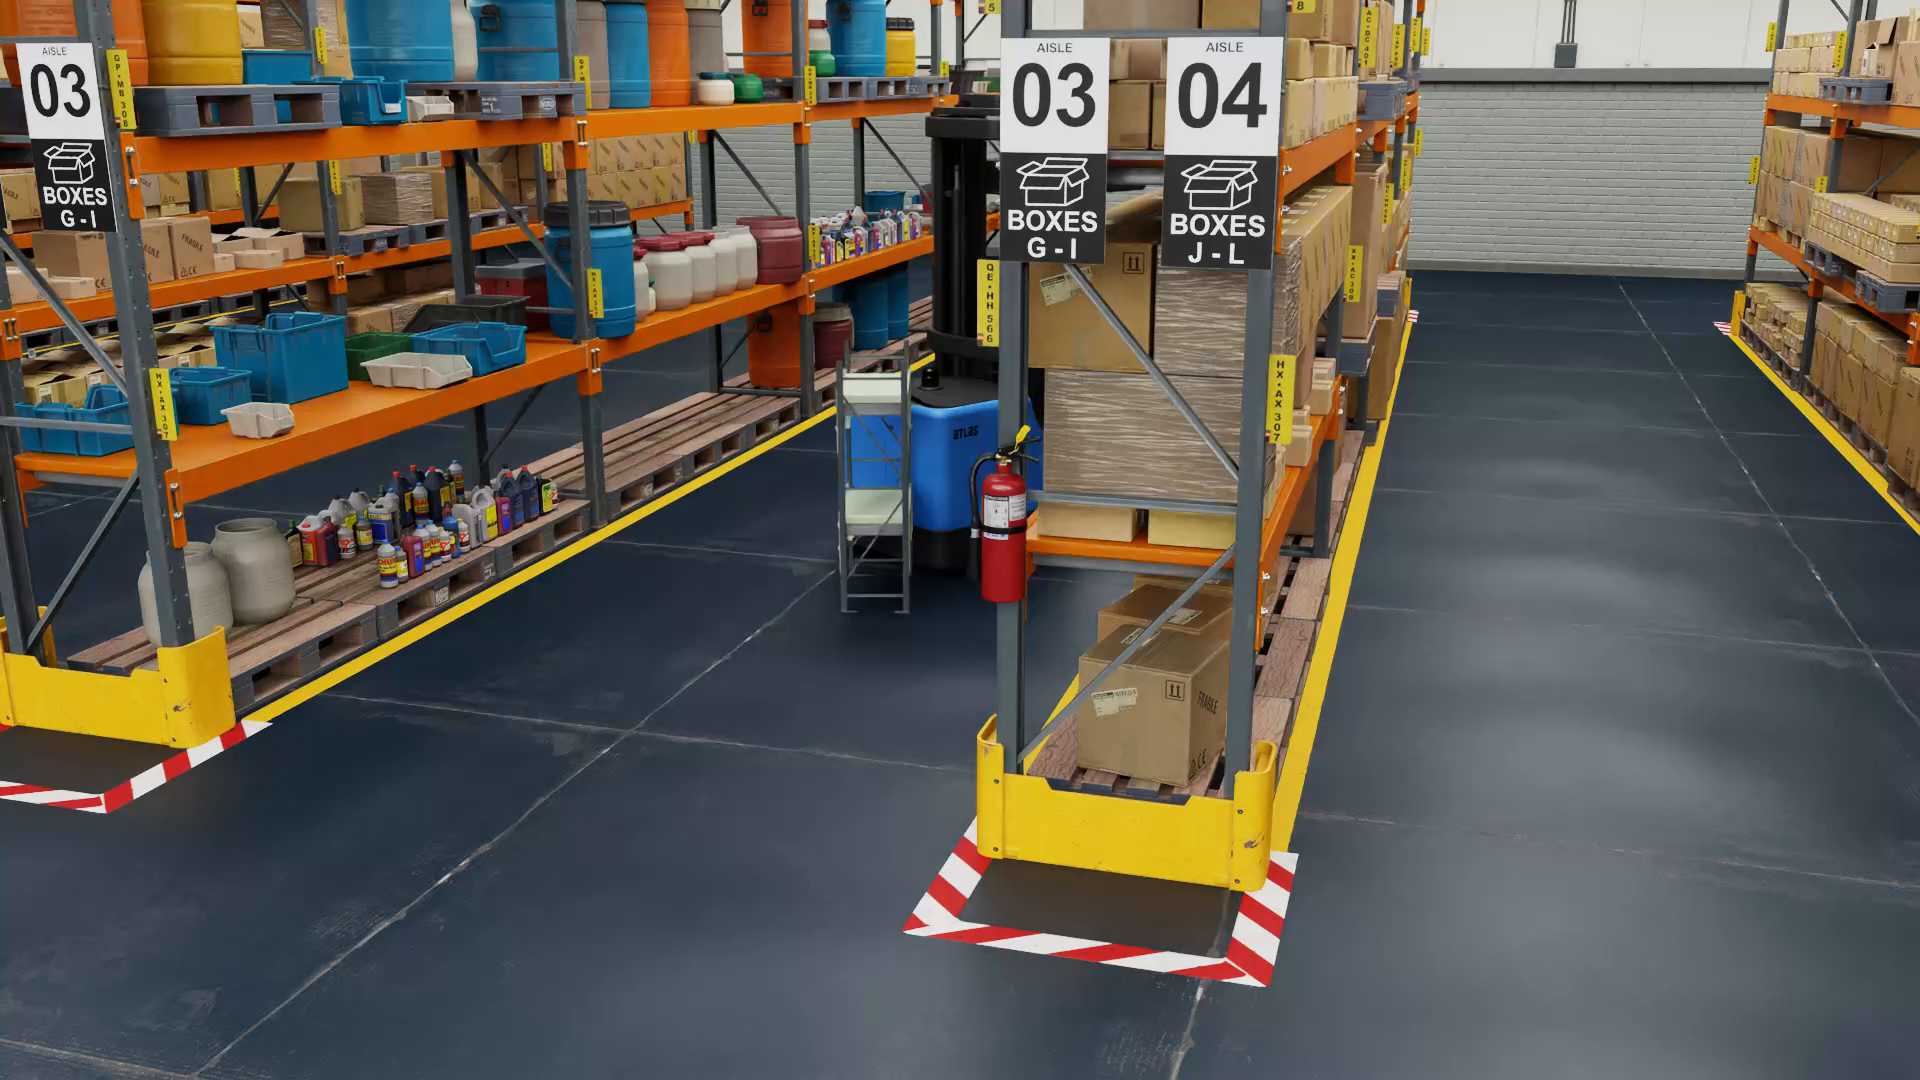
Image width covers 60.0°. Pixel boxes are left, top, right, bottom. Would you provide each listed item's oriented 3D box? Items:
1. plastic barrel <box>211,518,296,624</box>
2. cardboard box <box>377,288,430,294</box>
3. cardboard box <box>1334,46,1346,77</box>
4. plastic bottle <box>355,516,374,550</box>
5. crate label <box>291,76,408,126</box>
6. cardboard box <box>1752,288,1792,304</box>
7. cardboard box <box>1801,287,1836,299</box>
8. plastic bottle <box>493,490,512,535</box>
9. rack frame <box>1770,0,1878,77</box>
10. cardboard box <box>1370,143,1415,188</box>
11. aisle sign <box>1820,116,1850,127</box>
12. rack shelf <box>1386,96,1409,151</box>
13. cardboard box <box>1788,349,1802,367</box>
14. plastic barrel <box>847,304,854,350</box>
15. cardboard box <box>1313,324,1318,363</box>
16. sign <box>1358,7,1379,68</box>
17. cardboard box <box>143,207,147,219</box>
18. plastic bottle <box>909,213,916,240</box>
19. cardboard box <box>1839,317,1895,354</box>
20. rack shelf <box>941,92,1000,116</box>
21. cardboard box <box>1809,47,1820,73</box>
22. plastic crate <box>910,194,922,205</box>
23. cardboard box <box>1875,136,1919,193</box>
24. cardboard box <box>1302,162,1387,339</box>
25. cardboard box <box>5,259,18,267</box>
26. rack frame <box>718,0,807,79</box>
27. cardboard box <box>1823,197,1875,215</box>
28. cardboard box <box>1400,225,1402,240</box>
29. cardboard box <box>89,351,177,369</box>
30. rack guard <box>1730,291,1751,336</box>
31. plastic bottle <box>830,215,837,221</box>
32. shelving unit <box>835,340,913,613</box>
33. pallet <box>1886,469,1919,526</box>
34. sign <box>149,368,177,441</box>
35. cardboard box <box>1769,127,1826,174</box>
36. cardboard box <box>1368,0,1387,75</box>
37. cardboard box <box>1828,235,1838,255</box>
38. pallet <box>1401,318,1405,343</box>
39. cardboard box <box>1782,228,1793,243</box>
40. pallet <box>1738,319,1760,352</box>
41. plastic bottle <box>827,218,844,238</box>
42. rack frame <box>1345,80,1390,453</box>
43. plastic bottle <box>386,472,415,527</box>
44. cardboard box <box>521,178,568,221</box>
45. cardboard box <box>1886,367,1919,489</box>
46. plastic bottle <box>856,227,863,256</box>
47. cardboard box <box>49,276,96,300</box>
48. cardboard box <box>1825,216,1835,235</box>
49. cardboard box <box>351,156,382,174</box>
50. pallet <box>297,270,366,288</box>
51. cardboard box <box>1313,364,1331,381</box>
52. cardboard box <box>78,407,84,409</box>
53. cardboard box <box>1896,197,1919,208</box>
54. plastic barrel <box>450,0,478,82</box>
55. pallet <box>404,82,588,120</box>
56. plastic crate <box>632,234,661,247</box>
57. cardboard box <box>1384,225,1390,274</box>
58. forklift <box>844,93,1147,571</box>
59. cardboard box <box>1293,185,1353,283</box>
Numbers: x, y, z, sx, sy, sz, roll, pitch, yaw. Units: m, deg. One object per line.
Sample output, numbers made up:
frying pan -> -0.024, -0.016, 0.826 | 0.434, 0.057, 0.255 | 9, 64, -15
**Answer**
plastic barrel -> -3.852, 0.165, 9.039 | 0.421, 0.512, 0.421 | 0, 16, 0
cardboard box -> -6.251, -2.543, 18.574 | 0.500, 0.500, 0.500 | 4, 16, 14
cardboard box -> 1.757, -2.429, 8.442 | 0.380, 0.149, 0.250 | 4, 16, 14
plastic bottle -> -3.698, -0.046, 10.316 | 0.097, 0.201, 0.097 | 0, 16, 0
crate label -> -3.259, -2.356, 8.914 | 0.502, 0.251, 0.408 | 5, 16, 16
cardboard box -> 9.282, -2.780, 18.997 | 0.380, 0.149, 0.250 | 5, 16, 16
cardboard box -> 9.880, -2.808, 19.098 | 0.380, 0.149, 0.250 | 5, 17, 17
plastic bottle -> -2.939, -0.185, 10.655 | 0.061, 0.283, 0.133 | 6, 17, 20
rack frame -> 9.914, -6.797, 18.803 | 1.000, 3.000, 0.127 | 5, 16, 16
cardboard box -> 5.301, -4.606, 20.427 | 0.500, 0.500, 0.500 | 5, 17, 17
aisle sign -> 10.223, -5.158, 19.252 | 0.394, 0.787, 0.004 | 5, 16, 16
rack shelf -> 3.483, -3.849, 15.225 | 1.077, 0.370, 4.000 | 5, 16, 16
cardboard box -> 8.563, -1.824, 16.718 | 0.380, 0.149, 0.250 | 5, 17, 17
plastic barrel -> -1.316, -2.198, 17.371 | 0.421, 0.512, 0.421 | 0, 16, 0
cardboard box -> 1.590, -1.261, 9.549 | 0.875, 0.500, 0.500 | 5, 16, 16
sign -> 2.300, -2.834, 9.381 | 0.100, 0.325, 0.005 | 5, 16, 16
cardboard box -> -10.206, -4.000, 20.360 | 0.380, 0.149, 0.250 | 5, 16, 16
plastic bottle -> -0.522, -3.411, 18.073 | 0.061, 0.283, 0.133 | 5, 16, 16
cardboard box -> 8.016, -1.779, 14.543 | 0.500, 0.250, 0.500 | 5, 17, 18
rack shelf -> -0.129, -5.280, 20.269 | 1.077, 0.370, 4.000 | 5, 16, 16
cardboard box -> 8.968, -4.888, 16.929 | 0.500, 0.250, 0.500 | 5, 17, 18
plastic crate -> -0.406, -4.192, 20.810 | 0.416, 0.233, 0.300 | 5, 16, 16
cardboard box -> 9.140, -3.636, 16.091 | 0.500, 0.500, 0.500 | 5, 17, 17
cardboard box -> 2.138, -1.870, 10.557 | 1.000, 1.000, 1.000 | 5, 17, 16
cardboard box -> -10.998, -2.732, 18.633 | 0.750, 0.750, 0.750 | 4, 16, 15
rack frame -> -1.835, -5.499, 14.227 | 1.000, 3.000, 0.127 | 5, 16, 16
cardboard box -> 8.076, -3.024, 15.095 | 0.380, 0.149, 0.250 | 5, 17, 16
cardboard box -> 4.603, -3.344, 18.083 | 0.380, 0.149, 0.250 | 5, 17, 18
cardboard box -> -7.070, -1.456, 14.206 | 0.500, 0.311, 0.500 | 4, 16, 14
rack guard -> 9.893, -2.689, 19.892 | 1.175, 0.500, 0.348 | 5, 16, 16
plastic bottle -> -1.358, -3.382, 17.993 | 0.097, 0.271, 0.097 | 0, 16, 0
shelving unit -> -0.504, -0.394, 9.971 | 0.431, 1.500, 0.755 | 0, 16, -1
pallet -> 7.345, -0.276, 11.916 | 1.003, 0.211, 1.213 | 5, 16, 16
sign -> -3.582, -0.610, 7.474 | 0.100, 0.325, 0.005 | 5, 16, 16
cardboard box -> 9.395, -4.354, 18.622 | 0.500, 0.500, 0.500 | 5, 17, 17
cardboard box -> 2.728, -3.553, 11.763 | 0.500, 0.500, 0.500 | 5, 17, 17
cardboard box -> 7.932, -2.608, 14.718 | 0.380, 0.149, 0.250 | 4, 16, 13
pallet -> 4.687, -2.447, 19.570 | 1.003, 0.211, 1.213 | 5, 16, 16
cardboard box -> 9.010, -3.251, 17.755 | 0.380, 0.149, 0.250 | 5, 17, 17
pallet -> 9.628, -2.340, 19.192 | 1.003, 0.211, 1.213 | 5, 16, 16
plastic bottle -> -1.312, -3.254, 17.534 | 0.152, 0.276, 0.135 | 5, 16, 16
rack frame -> 2.914, -2.229, 13.691 | 1.000, 3.000, 0.127 | 5, 16, 16
plastic bottle -> -3.652, -0.276, 10.852 | 0.144, 0.351, 0.185 | 4, 16, 14
cardboard box -> -5.040, -4.205, 20.475 | 0.500, 0.500, 0.500 | 5, 17, 17
cardboard box -> 7.382, -0.785, 11.955 | 1.050, 0.750, 0.750 | 4, 16, 15
plastic bottle -> -1.014, -2.970, 16.539 | 0.097, 0.271, 0.097 | 0, 16, 0
cardboard box -> -7.271, -2.047, 13.509 | 0.380, 0.149, 0.250 | 5, 16, 16
cardboard box -> 8.007, -2.818, 14.913 | 0.380, 0.149, 0.250 | 4, 16, 13
cardboard box -> -9.195, -5.485, 24.619 | 0.980, 0.700, 0.700 | 5, 17, 18
pallet -> -9.212, -3.918, 24.755 | 1.003, 0.211, 1.213 | 5, 16, 16
cardboard box -> 1.918, -0.918, 9.529 | 0.380, 0.149, 0.250 | 5, 16, 16
cardboard box -> -7.367, -0.917, 13.336 | 0.500, 0.250, 0.500 | 4, 16, 15
cardboard box -> 8.775, -3.041, 15.156 | 0.380, 0.149, 0.250 | 4, 16, 14
plastic barrel -> -3.282, -3.168, 10.531 | 0.421, 0.512, 0.421 | 0, 16, 0
pallet -> -3.083, -2.723, 10.280 | 1.213, 0.211, 1.003 | 5, 16, 16
plastic crate -> -2.587, -2.245, 13.630 | 0.402, 0.464, 0.583 | 5, 16, 16
cardboard box -> 3.600, -2.653, 15.001 | 0.500, 0.500, 0.500 | 4, 16, 15
forklift -> 0.621, -1.536, 11.374 | 3.031, 2.935, 1.130 | -14, 21, -41
cardboard box -> 1.913, -1.716, 9.321 | 0.500, 0.500, 0.500 | 5, 16, 16
